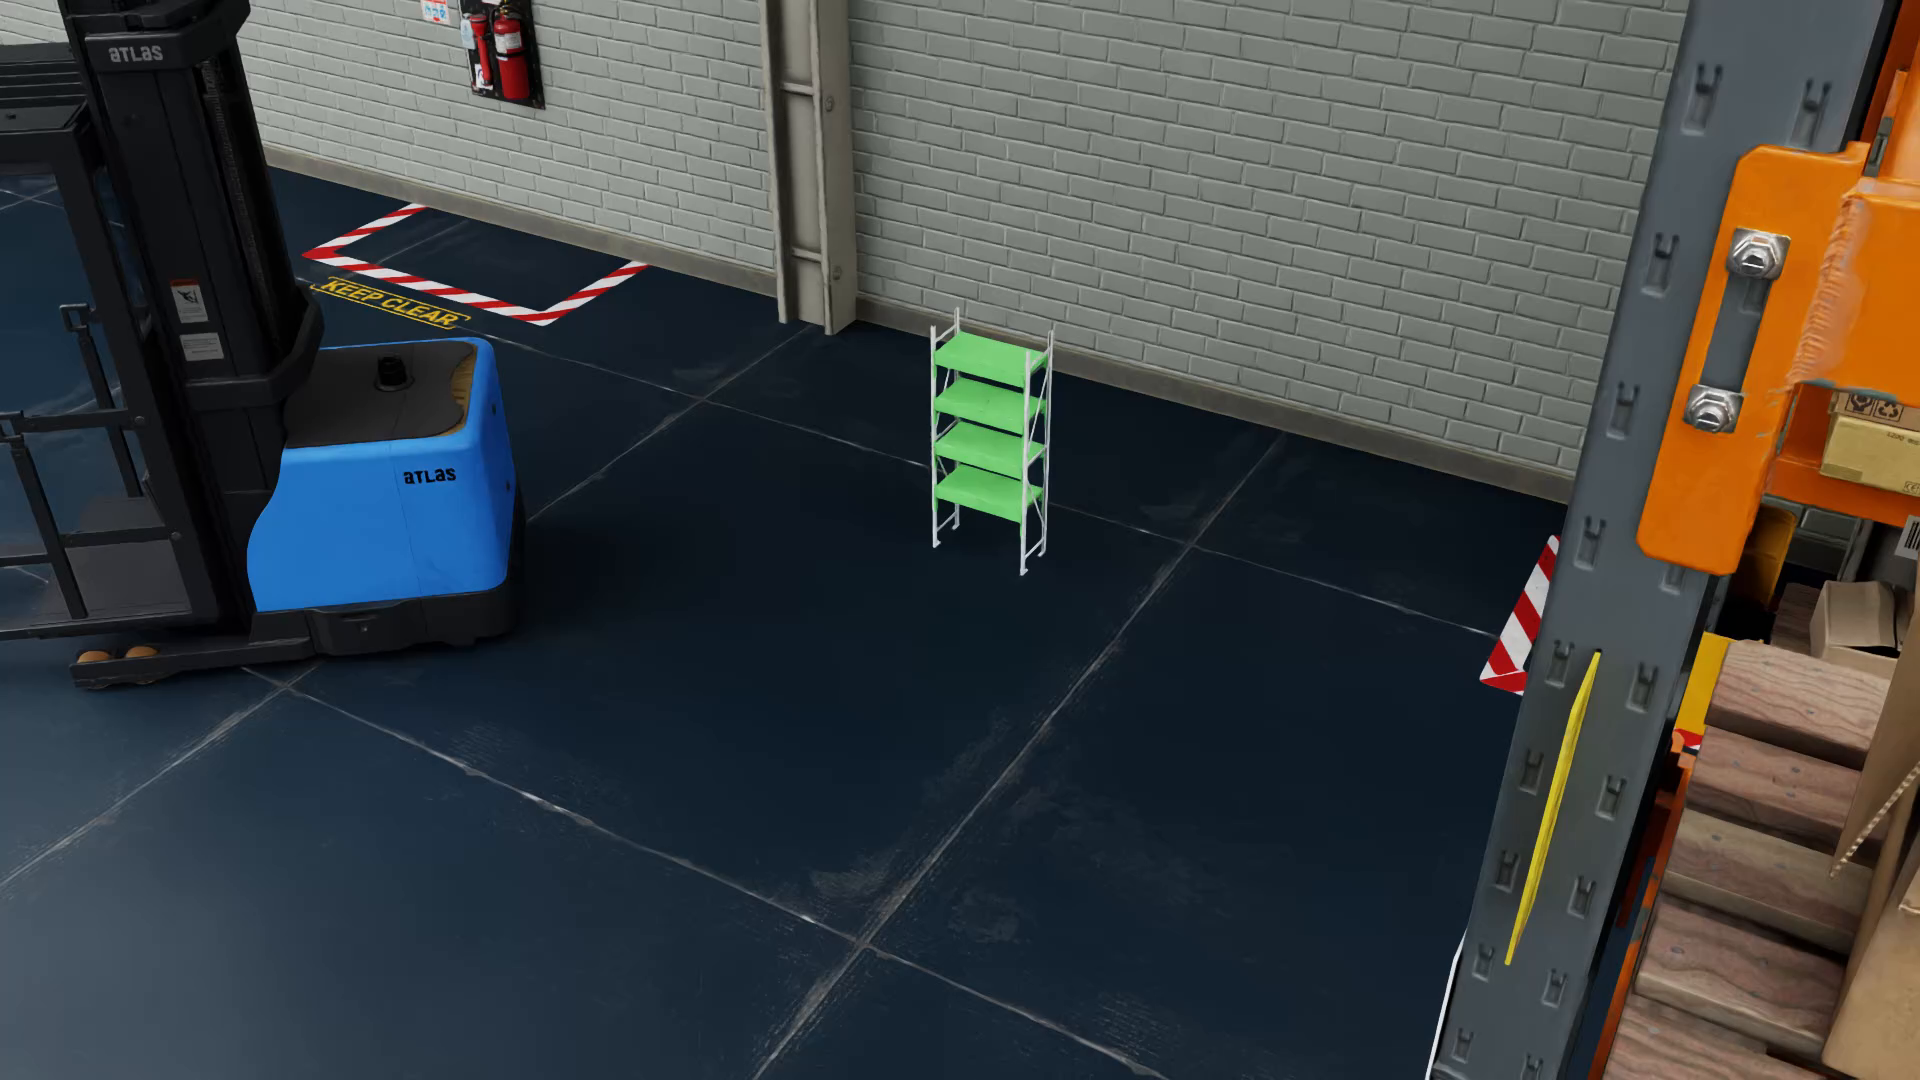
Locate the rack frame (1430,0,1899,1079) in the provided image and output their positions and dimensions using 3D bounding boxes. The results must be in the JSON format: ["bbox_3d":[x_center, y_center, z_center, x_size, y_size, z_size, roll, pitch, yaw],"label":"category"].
[{"bbox_3d":[0.844,-0.856,1.416,0.127,3.000,1.000,18,37,24],"label":"rack frame"}]

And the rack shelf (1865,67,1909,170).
[{"bbox_3d":[5.035,-1.143,5.203,4.000,0.370,1.077,18,37,24],"label":"rack shelf"}]

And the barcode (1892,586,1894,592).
[{"bbox_3d":[4.069,0.235,7.212,0.075,0.075,0.001,18,37,24],"label":"barcode"}]

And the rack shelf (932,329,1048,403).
[{"bbox_3d":[0.144,-0.800,7.618,0.480,0.148,0.258,18,37,24],"label":"rack shelf"}]

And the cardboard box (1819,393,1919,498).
[{"bbox_3d":[3.565,-0.403,6.266,0.500,0.250,0.500,16,37,23],"label":"cardboard box"}]

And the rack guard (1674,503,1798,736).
[{"bbox_3d":[3.365,0.318,7.322,0.348,0.500,1.175,18,37,24],"label":"rack guard"}]

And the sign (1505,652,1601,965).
[{"bbox_3d":[0.563,0.261,1.585,0.005,0.325,0.100,18,37,24],"label":"sign"}]

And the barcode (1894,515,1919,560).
[{"bbox_3d":[1.345,0.002,2.311,0.075,0.075,0.001,18,37,24],"label":"barcode"}]

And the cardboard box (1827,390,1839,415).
[{"bbox_3d":[3.801,-0.654,6.644,0.500,0.250,0.500,18,38,25],"label":"cardboard box"}]

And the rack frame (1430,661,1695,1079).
[{"bbox_3d":[0.844,1.641,3.079,0.127,3.000,1.000,18,37,24],"label":"rack frame"}]

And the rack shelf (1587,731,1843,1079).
[{"bbox_3d":[2.580,1.242,1.621,4.000,0.370,1.077,18,37,24],"label":"rack shelf"}]

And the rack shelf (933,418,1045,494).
[{"bbox_3d":[0.144,-0.401,7.884,0.480,0.148,0.258,18,37,24],"label":"rack shelf"}]

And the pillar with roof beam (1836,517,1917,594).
[{"bbox_3d":[2.200,-1.393,2.223,0.400,9.000,9.100,18,37,24],"label":"pillar with roof beam"}]

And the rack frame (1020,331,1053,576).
[{"bbox_3d":[0.356,-0.387,7.748,0.015,1.200,0.240,18,37,24],"label":"rack frame"}]

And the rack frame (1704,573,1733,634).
[{"bbox_3d":[3.299,-0.744,6.661,0.127,3.000,1.000,18,37,24],"label":"rack frame"}]

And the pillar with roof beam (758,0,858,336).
[{"bbox_3d":[-3.010,-3.043,4.701,0.400,9.000,9.100,18,37,24],"label":"pillar with roof beam"}]

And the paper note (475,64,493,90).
[{"bbox_3d":[-3.120,-3.031,10.890,0.142,0.148,0.016,18,37,24],"label":"paper note"}]

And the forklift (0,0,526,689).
[{"bbox_3d":[-3.580,-0.885,6.935,3.031,2.935,1.130,-5,34,-8],"label":"forklift"}]

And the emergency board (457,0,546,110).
[{"bbox_3d":[-3.000,-3.316,10.523,0.643,1.169,0.194,18,37,24],"label":"emergency board"}]

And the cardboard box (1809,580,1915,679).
[{"bbox_3d":[3.855,0.426,6.933,0.500,0.311,0.500,13,36,19],"label":"cardboard box"}]

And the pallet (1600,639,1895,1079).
[{"bbox_3d":[1.445,0.636,1.962,1.213,0.211,1.003,18,37,24],"label":"pallet"}]

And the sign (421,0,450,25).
[{"bbox_3d":[-3.429,-3.532,10.816,0.234,0.329,0.001,18,37,24],"label":"sign"}]

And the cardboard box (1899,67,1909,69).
[{"bbox_3d":[3.465,-1.830,5.477,0.500,0.500,0.500,19,38,26],"label":"cardboard box"}]

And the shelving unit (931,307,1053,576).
[{"bbox_3d":[0.144,-0.454,7.849,0.503,1.200,0.258,18,37,24],"label":"shelving unit"}]

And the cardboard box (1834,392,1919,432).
[{"bbox_3d":[3.564,-0.726,6.074,0.500,0.500,0.500,18,38,24],"label":"cardboard box"}]

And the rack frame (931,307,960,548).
[{"bbox_3d":[-0.068,-0.521,7.950,0.015,1.200,0.240,18,37,24],"label":"rack frame"}]

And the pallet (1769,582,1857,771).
[{"bbox_3d":[4.052,0.678,7.041,1.213,0.211,1.003,18,37,24],"label":"pallet"}]

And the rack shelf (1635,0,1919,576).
[{"bbox_3d":[2.580,0.160,0.901,4.000,0.370,1.077,18,37,24],"label":"rack shelf"}]

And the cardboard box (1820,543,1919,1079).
[{"bbox_3d":[1.341,0.277,1.824,0.637,0.503,0.797,20,39,28],"label":"cardboard box"}]

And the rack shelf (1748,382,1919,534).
[{"bbox_3d":[5.035,0.106,6.034,4.000,0.370,1.077,18,37,24],"label":"rack shelf"}]

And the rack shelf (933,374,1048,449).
[{"bbox_3d":[0.144,-0.600,7.751,0.480,0.148,0.258,18,37,24],"label":"rack shelf"}]

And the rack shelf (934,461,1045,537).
[{"bbox_3d":[0.144,-0.201,8.018,0.480,0.148,0.258,18,37,24],"label":"rack shelf"}]

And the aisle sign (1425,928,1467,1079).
[{"bbox_3d":[0.635,0.688,2.164,0.004,0.787,0.394,18,37,24],"label":"aisle sign"}]
